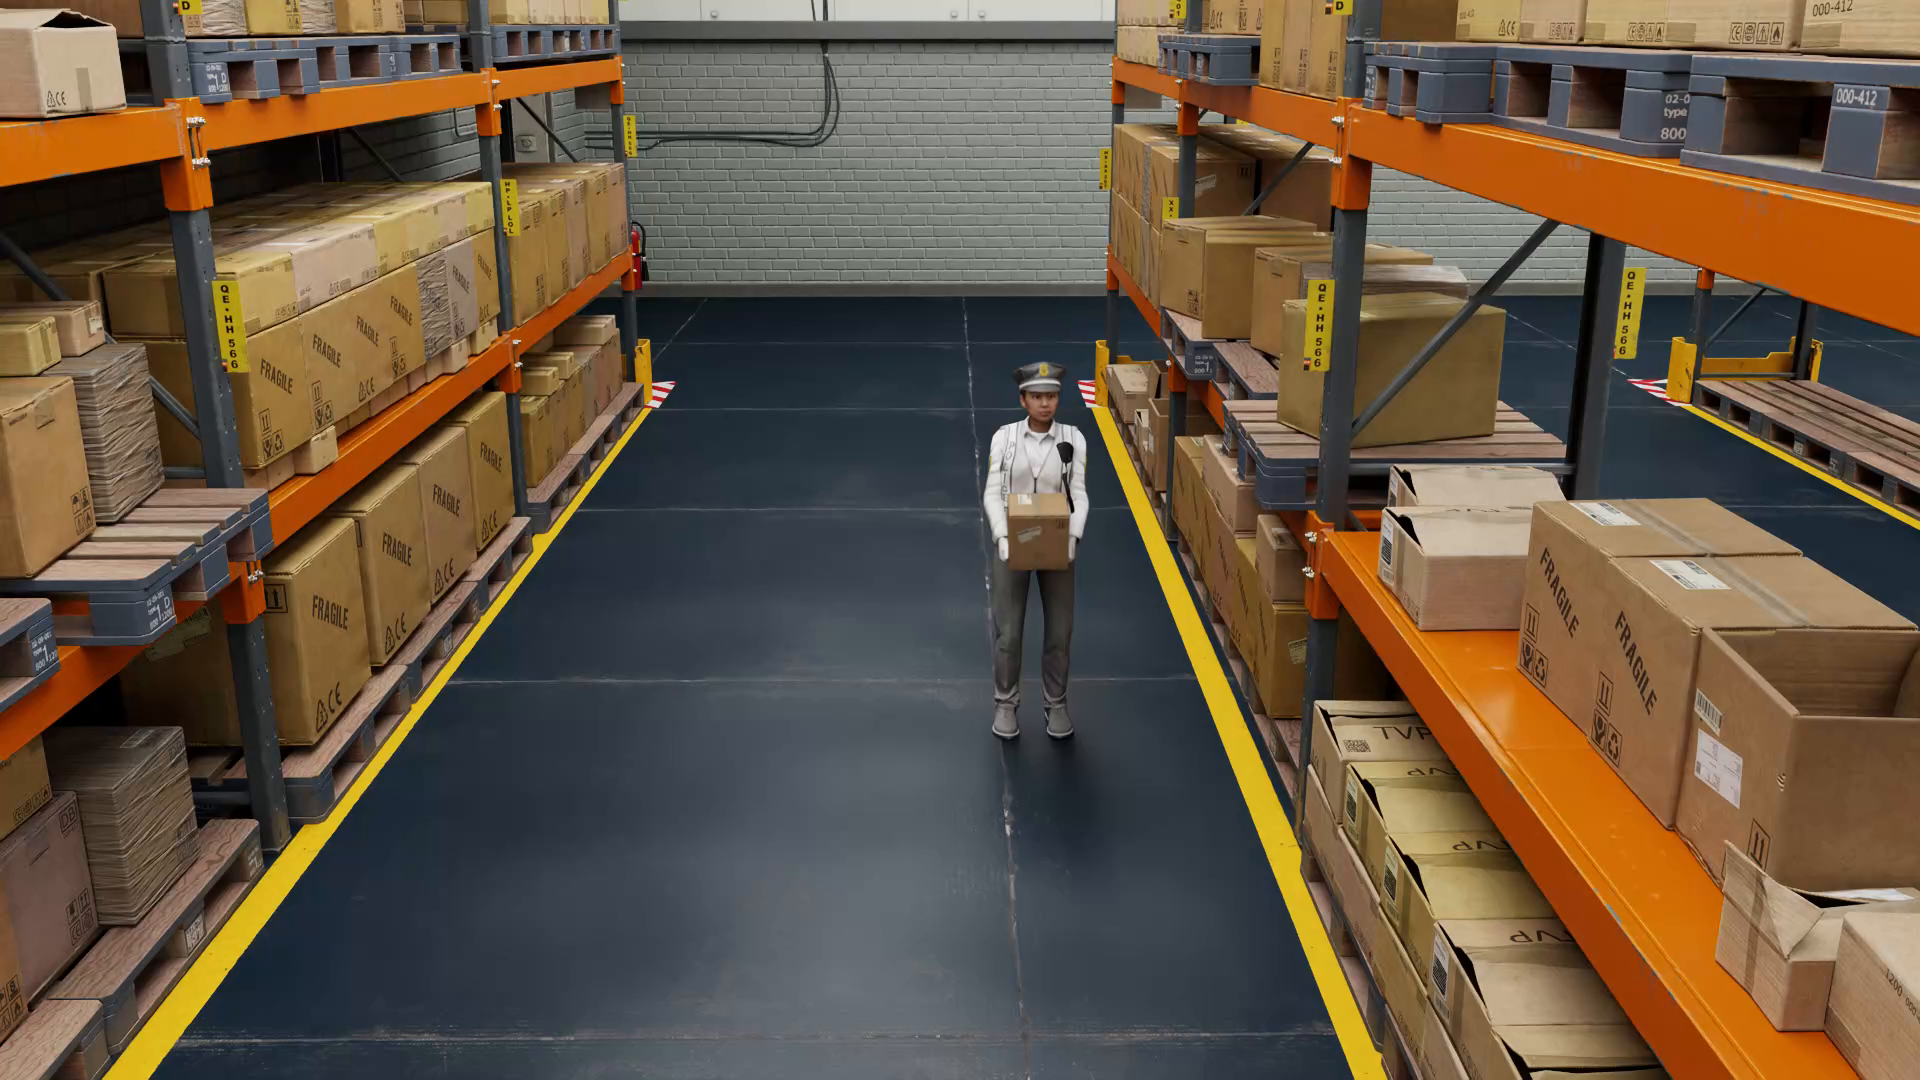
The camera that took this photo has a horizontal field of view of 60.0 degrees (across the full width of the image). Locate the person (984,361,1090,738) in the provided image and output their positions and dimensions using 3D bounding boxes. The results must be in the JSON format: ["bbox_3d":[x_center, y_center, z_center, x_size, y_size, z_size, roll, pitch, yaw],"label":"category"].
[{"bbox_3d":[0.334,0.061,7.305,0.460,1.687,0.563,0,17,-1],"label":"person"}]
